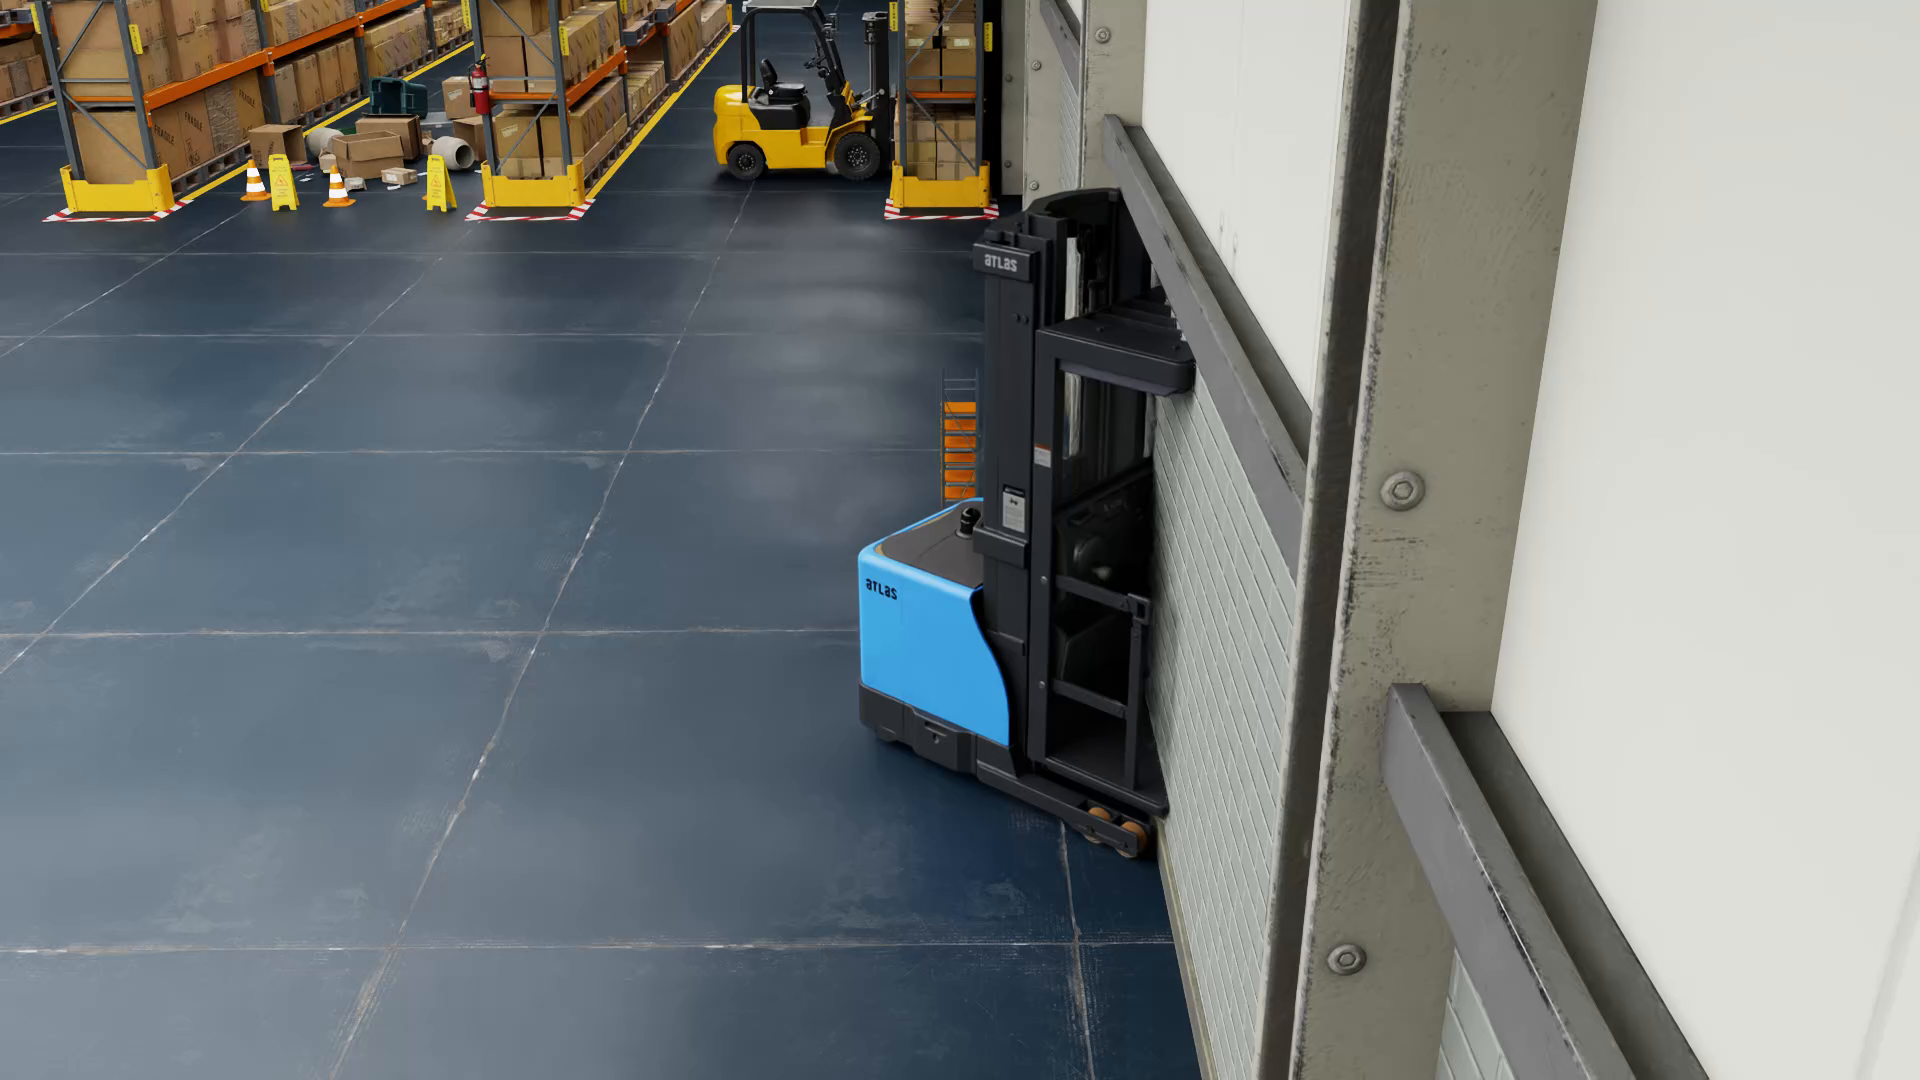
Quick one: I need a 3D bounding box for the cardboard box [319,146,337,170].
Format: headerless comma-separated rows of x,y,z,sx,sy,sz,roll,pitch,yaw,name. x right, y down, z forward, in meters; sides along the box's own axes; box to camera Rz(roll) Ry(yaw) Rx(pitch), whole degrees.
-8.324,-5.096,22.196,0.396,0.266,0.258,4,25,9,cardboard box

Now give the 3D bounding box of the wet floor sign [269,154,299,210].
-8.161,-4.318,20.014,0.267,0.644,0.232,-4,25,-10,wet floor sign

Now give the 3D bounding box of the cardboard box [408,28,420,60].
-10.007,-8.876,29.758,0.500,0.500,0.500,-1,24,-2,cardboard box

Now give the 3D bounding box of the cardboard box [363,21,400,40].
-9.992,-8.782,28.642,0.500,0.250,0.500,0,24,0,cardboard box

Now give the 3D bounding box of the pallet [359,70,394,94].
-10.235,-7.742,28.111,1.003,0.211,1.213,0,24,-1,pallet

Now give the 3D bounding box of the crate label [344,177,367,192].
-7.664,-4.503,21.041,0.250,0.136,0.298,-14,28,-28,crate label

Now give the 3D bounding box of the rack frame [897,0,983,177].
-0.229,-5.481,19.730,1.000,3.000,0.127,0,24,-1,rack frame

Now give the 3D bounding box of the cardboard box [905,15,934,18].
-0.507,-6.314,20.301,0.380,0.149,0.250,0,24,1,cardboard box

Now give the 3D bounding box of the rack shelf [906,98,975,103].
-0.251,-6.043,21.671,0.831,0.071,3.687,0,24,-1,rack shelf

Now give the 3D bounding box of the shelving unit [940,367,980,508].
-2.865,-5.278,20.735,5.752,1.800,21.905,0,24,-1,shelving unit

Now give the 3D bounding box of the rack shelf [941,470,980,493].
0.000,-0.391,11.057,0.258,0.103,0.180,0,24,-1,rack shelf

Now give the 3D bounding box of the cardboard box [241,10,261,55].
-10.169,-6.958,22.813,0.875,0.550,0.550,0,24,-1,cardboard box

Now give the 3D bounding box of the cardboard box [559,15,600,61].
-4.950,-6.468,21.429,0.500,0.500,0.500,-1,24,-2,cardboard box

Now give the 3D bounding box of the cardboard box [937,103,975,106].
-0.049,-5.486,21.355,0.500,0.250,0.500,0,24,-1,cardboard box

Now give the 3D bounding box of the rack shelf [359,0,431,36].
-10.250,-9.187,28.795,1.077,0.370,4.000,0,24,-1,rack shelf

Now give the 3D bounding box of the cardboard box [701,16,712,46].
-5.223,-9.686,31.625,0.875,0.438,0.875,-1,24,-1,cardboard box

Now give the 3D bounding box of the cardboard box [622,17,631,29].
-4.926,-7.412,23.793,0.380,0.149,0.250,0,24,0,cardboard box

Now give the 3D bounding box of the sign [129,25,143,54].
-9.586,-5.824,19.341,0.100,0.325,0.005,0,24,-1,sign

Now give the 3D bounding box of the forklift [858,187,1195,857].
-11.332,-7.498,24.271,44.939,2.935,13.090,19,31,36,forklift

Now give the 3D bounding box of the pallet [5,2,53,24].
-15.075,-8.329,26.259,1.213,0.211,1.003,0,24,-1,pallet

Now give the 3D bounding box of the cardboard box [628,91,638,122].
-5.244,-6.316,24.254,0.950,0.372,0.625,0,24,0,cardboard box

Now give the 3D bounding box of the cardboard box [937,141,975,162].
-0.027,-4.842,20.537,0.500,0.250,0.500,0,24,0,cardboard box

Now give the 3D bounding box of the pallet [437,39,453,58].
-10.315,-9.345,31.655,1.003,0.211,1.213,0,24,-1,pallet

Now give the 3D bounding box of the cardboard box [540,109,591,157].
-4.926,-5.081,20.762,0.500,0.500,0.500,-1,24,-2,cardboard box

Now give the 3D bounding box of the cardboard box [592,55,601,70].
-4.901,-6.230,21.690,0.380,0.149,0.250,0,24,0,cardboard box

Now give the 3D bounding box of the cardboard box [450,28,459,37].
-10.009,-9.917,32.487,0.380,0.149,0.250,-1,24,-2,cardboard box

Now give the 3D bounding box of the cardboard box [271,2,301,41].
-9.928,-7.513,24.101,0.500,0.500,0.500,0,24,0,cardboard box

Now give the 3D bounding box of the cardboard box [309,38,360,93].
-10.312,-7.605,26.646,1.050,0.750,0.750,-1,24,-1,cardboard box

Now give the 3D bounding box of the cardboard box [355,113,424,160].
-7.762,-5.480,22.591,0.797,0.637,0.503,0,24,-1,cardboard box

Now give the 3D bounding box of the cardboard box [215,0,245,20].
-10.093,-7.224,22.090,0.875,0.550,0.550,0,24,-1,cardboard box

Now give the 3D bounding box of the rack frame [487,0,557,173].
-5.189,-5.458,19.677,0.949,2.616,0.053,0,24,-1,rack frame

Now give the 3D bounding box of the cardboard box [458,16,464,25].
-10.014,-10.265,32.896,0.380,0.149,0.250,1,24,2,cardboard box

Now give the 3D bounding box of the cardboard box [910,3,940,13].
-0.452,-6.841,21.465,0.380,0.149,0.250,0,24,0,cardboard box

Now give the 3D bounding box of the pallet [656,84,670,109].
-5.273,-7.162,26.828,1.003,0.211,1.213,0,24,-1,pallet

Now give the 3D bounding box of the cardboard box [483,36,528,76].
-5.474,-5.861,20.087,0.500,0.500,0.500,-1,24,-1,cardboard box
